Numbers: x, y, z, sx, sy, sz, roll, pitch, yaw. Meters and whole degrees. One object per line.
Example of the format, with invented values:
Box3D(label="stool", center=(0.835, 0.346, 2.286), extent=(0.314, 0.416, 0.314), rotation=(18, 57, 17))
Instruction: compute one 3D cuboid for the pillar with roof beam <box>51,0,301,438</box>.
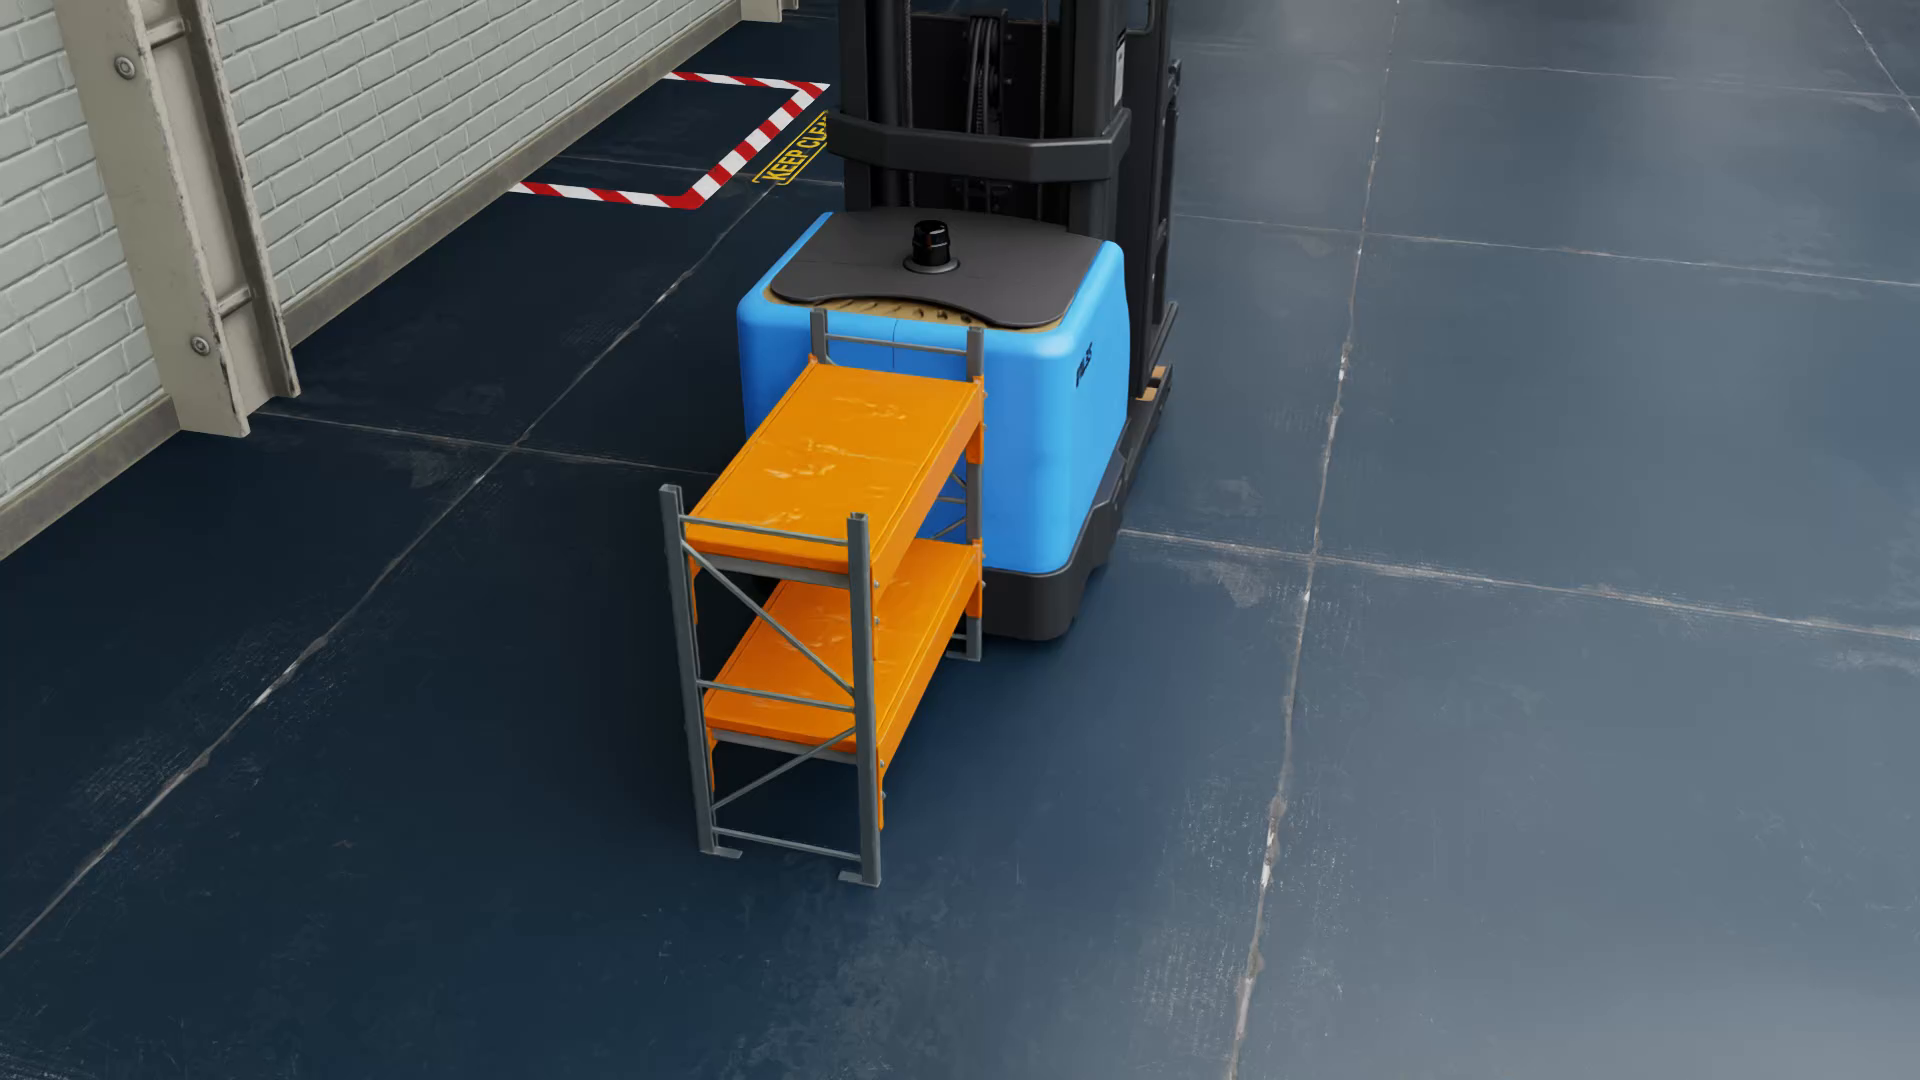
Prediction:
Box3D(label="pillar with roof beam", center=(1.320, -3.726, 3.223), extent=(9.100, 9.000, 0.400), rotation=(8, 33, 12))

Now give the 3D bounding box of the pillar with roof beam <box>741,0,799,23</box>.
Box3D(label="pillar with roof beam", center=(2.842, -6.839, 8.120), extent=(9.100, 9.000, 0.400), rotation=(8, 33, 12))

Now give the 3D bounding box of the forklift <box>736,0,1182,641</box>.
Box3D(label="forklift", center=(0.214, -1.709, 5.706), extent=(1.130, 2.935, 3.031), rotation=(9, 33, 13))

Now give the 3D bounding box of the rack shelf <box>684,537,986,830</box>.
Box3D(label="rack shelf", center=(-0.314, 0.331, 4.636), extent=(0.538, 0.278, 1.000), rotation=(9, 33, 13))

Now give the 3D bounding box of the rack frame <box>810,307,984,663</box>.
Box3D(label="rack frame", center=(-0.177, -0.138, 4.918), extent=(0.500, 1.125, 0.032), rotation=(9, 33, 13))

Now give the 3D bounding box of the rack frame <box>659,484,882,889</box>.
Box3D(label="rack frame", center=(-0.450, 0.388, 4.092), extent=(0.500, 1.125, 0.032), rotation=(9, 33, 13))

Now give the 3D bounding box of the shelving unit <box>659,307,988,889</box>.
Box3D(label="shelving unit", center=(-0.314, 0.125, 4.505), extent=(0.538, 1.125, 1.048), rotation=(9, 33, 13))

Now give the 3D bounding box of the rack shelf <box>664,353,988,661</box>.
Box3D(label="rack shelf", center=(-0.314, -0.122, 4.348), extent=(0.538, 0.278, 1.000), rotation=(9, 33, 13))
